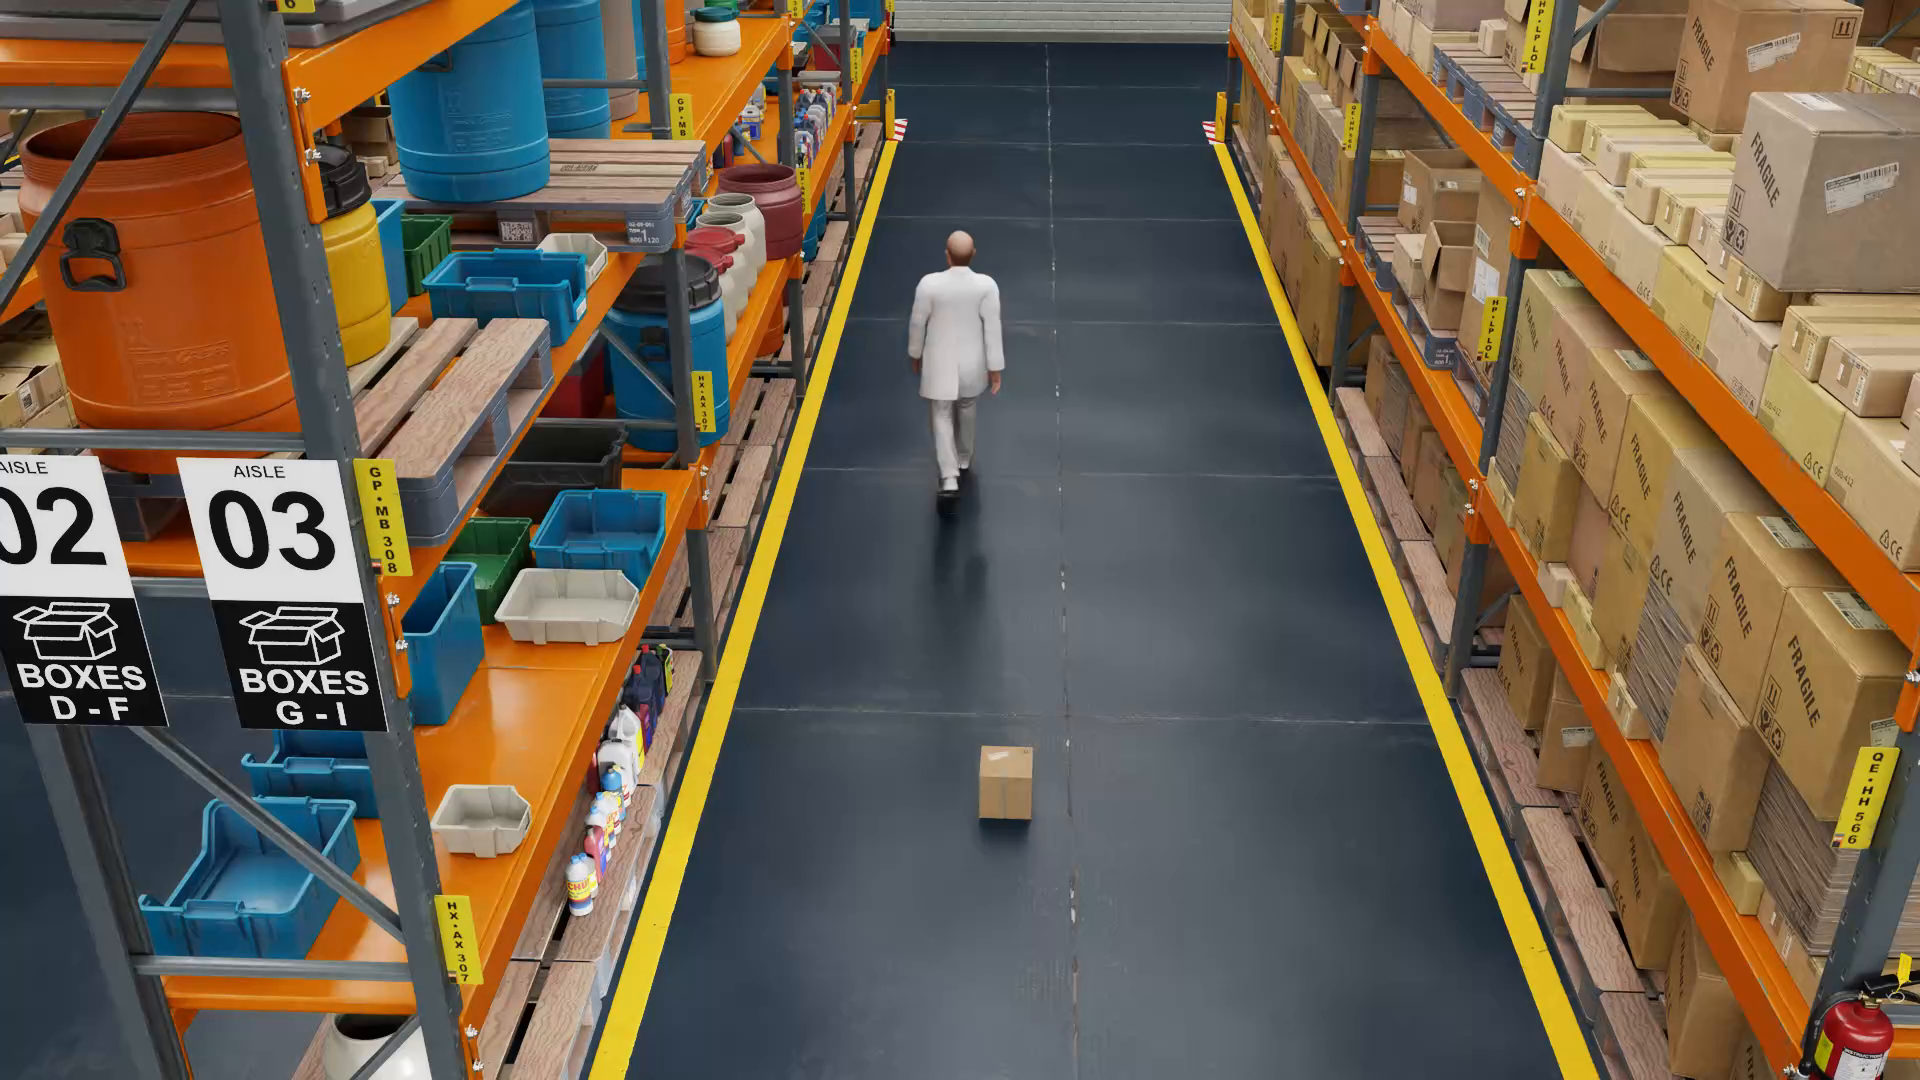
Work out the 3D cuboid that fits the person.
[{"bbox_3d":[-0.028,-1.207,10.926,0.607,1.747,0.940,-2,28,-4],"label":"person"}]
